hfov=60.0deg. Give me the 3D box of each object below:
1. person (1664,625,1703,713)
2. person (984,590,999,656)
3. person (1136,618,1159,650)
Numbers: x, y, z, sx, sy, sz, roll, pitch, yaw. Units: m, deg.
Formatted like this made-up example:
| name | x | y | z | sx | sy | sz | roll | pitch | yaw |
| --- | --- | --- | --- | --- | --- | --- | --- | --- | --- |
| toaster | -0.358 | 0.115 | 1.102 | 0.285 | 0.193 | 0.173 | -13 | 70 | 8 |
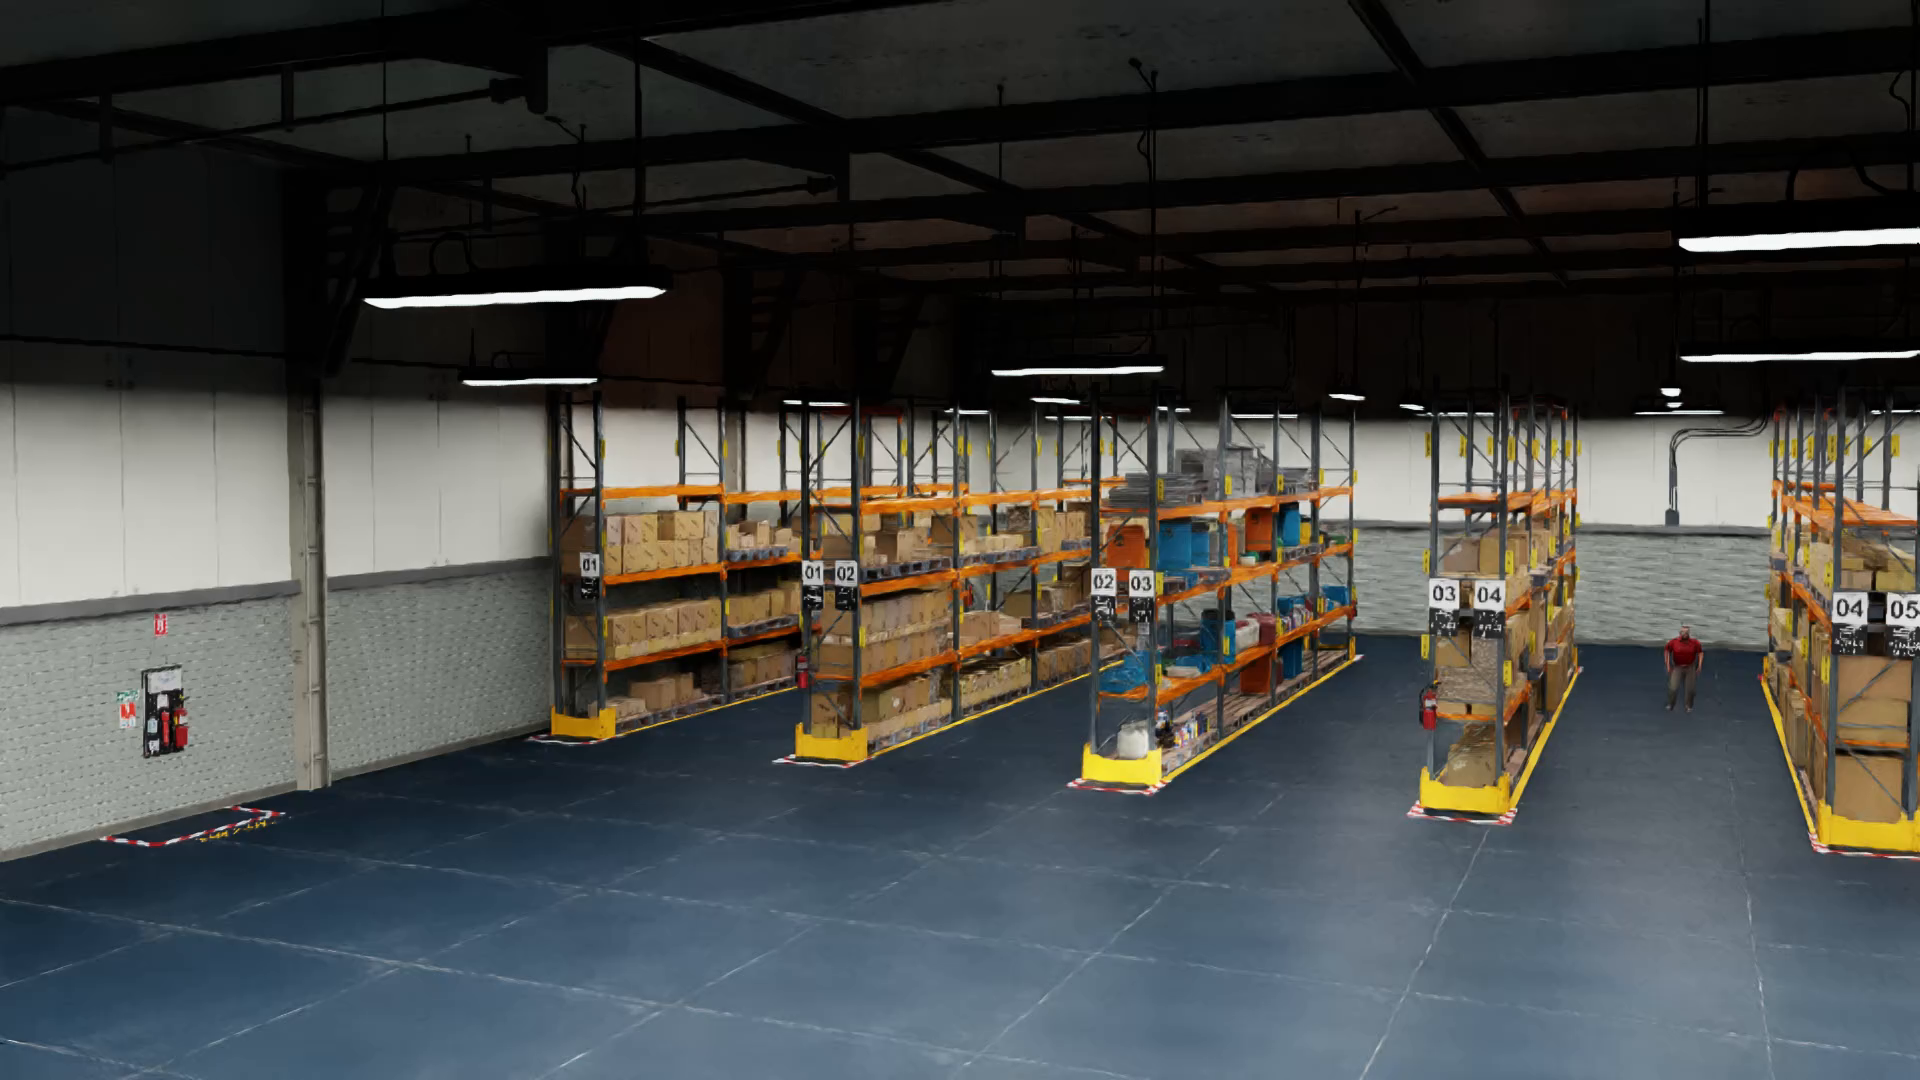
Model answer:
| name | x | y | z | sx | sy | sz | roll | pitch | yaw |
| --- | --- | --- | --- | --- | --- | --- | --- | --- | --- |
| person | 13.649 | 2.435 | 31.408 | 0.666 | 1.676 | 0.535 | 1 | 3 | 21 |
| person | 0.774 | 1.975 | 38.245 | 0.466 | 1.794 | 0.623 | 0 | 3 | -5 |
| person | 4.156 | 2.090 | 37.043 | 0.576 | 1.733 | 1.042 | 1 | 3 | 22 |
